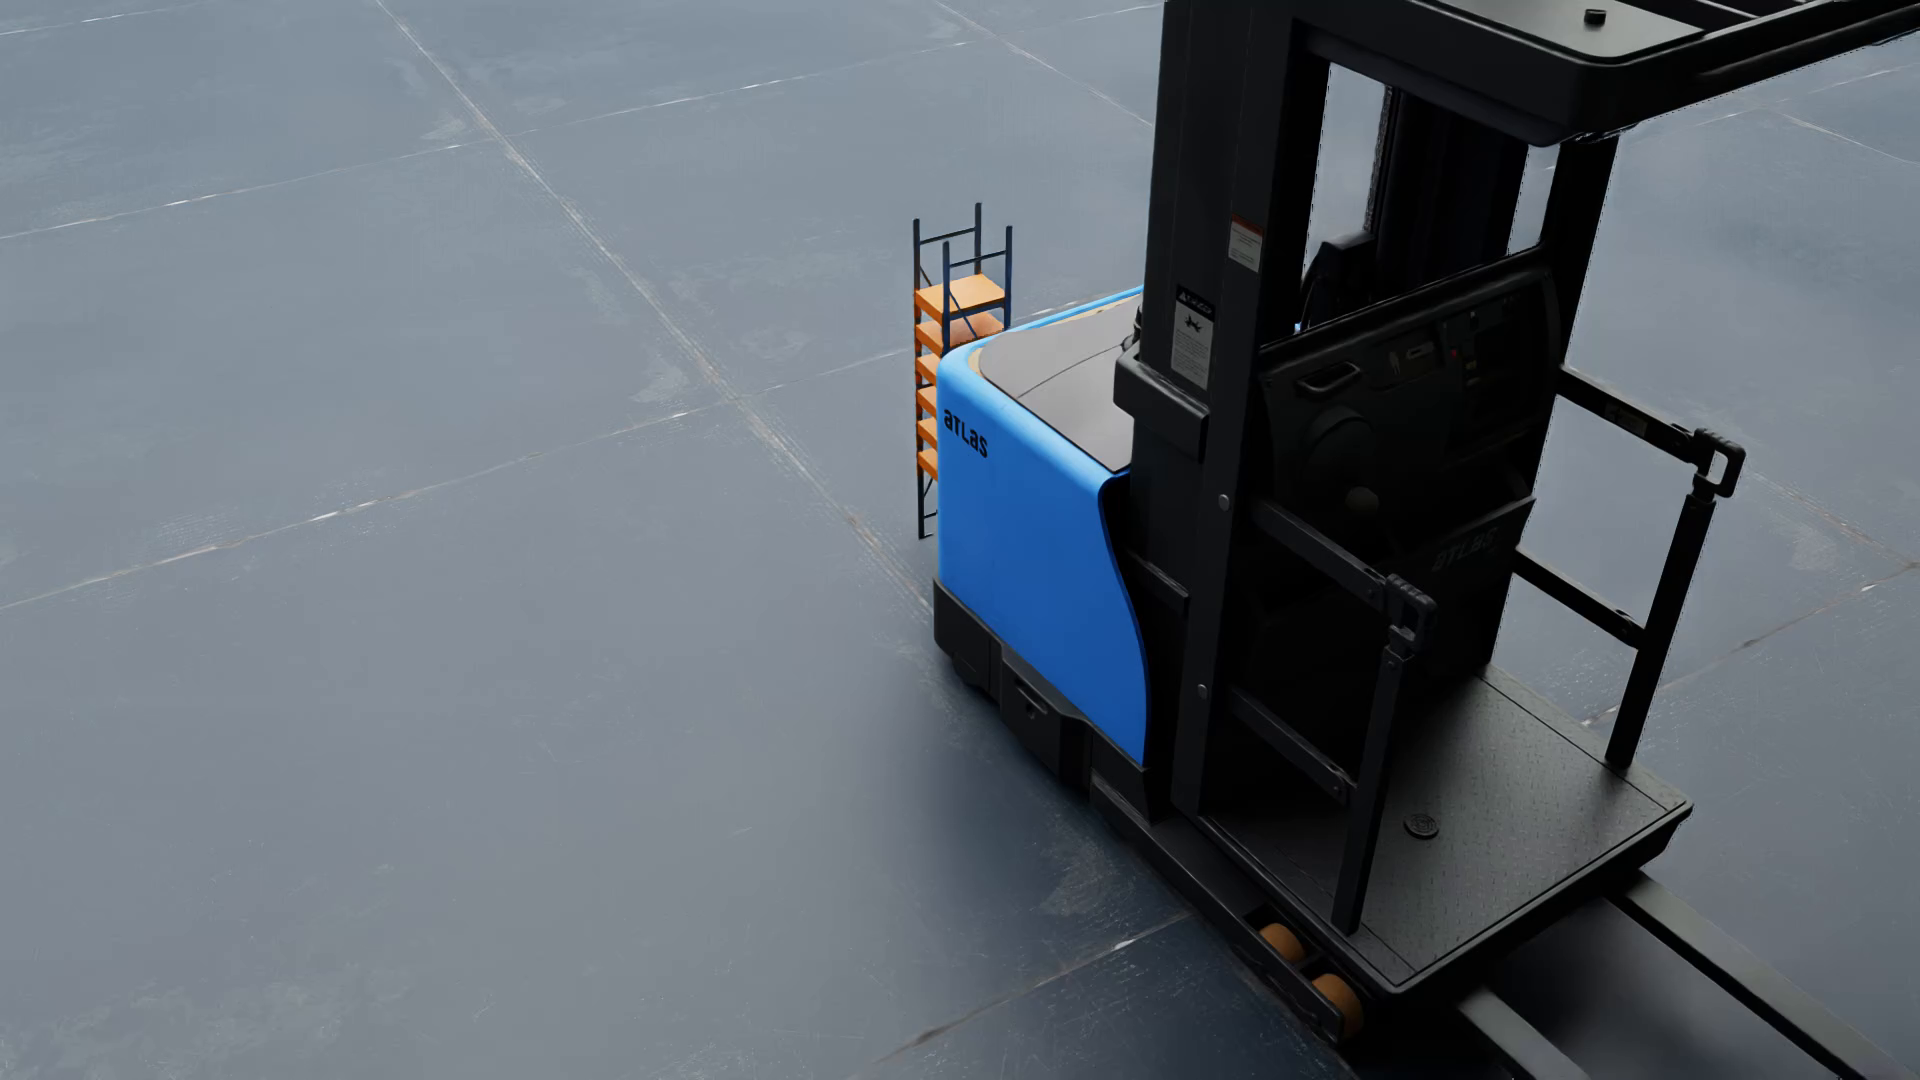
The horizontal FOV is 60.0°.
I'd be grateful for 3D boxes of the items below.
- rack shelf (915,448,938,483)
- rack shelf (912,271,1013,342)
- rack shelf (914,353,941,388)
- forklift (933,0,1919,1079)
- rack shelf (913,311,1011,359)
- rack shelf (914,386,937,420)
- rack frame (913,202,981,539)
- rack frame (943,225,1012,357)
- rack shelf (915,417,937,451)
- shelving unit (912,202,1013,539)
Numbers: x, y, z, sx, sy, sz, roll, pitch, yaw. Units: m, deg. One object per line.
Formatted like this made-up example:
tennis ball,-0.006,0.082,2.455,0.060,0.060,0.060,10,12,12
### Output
rack shelf,0.007,-0.247,5.554,0.258,0.103,0.180,-19,40,-24
rack shelf,0.007,-0.732,5.200,0.258,0.103,0.180,-19,40,-24
rack shelf,0.007,-0.538,5.341,0.258,0.103,0.180,-19,40,-24
forklift,1.160,-0.279,3.647,1.130,2.935,3.031,-22,41,-27
rack shelf,0.007,-0.635,5.271,0.258,0.103,0.180,-19,40,-24
rack shelf,0.007,-0.441,5.412,0.258,0.103,0.180,-19,40,-24
rack frame,-0.039,-0.524,5.450,0.240,1.200,0.006,-19,40,-24
rack frame,0.053,-0.430,5.322,0.240,1.200,0.006,-19,40,-24
rack shelf,0.007,-0.344,5.483,0.258,0.103,0.180,-19,40,-24
shelving unit,0.007,-0.477,5.386,0.258,1.200,0.189,-19,40,-24
